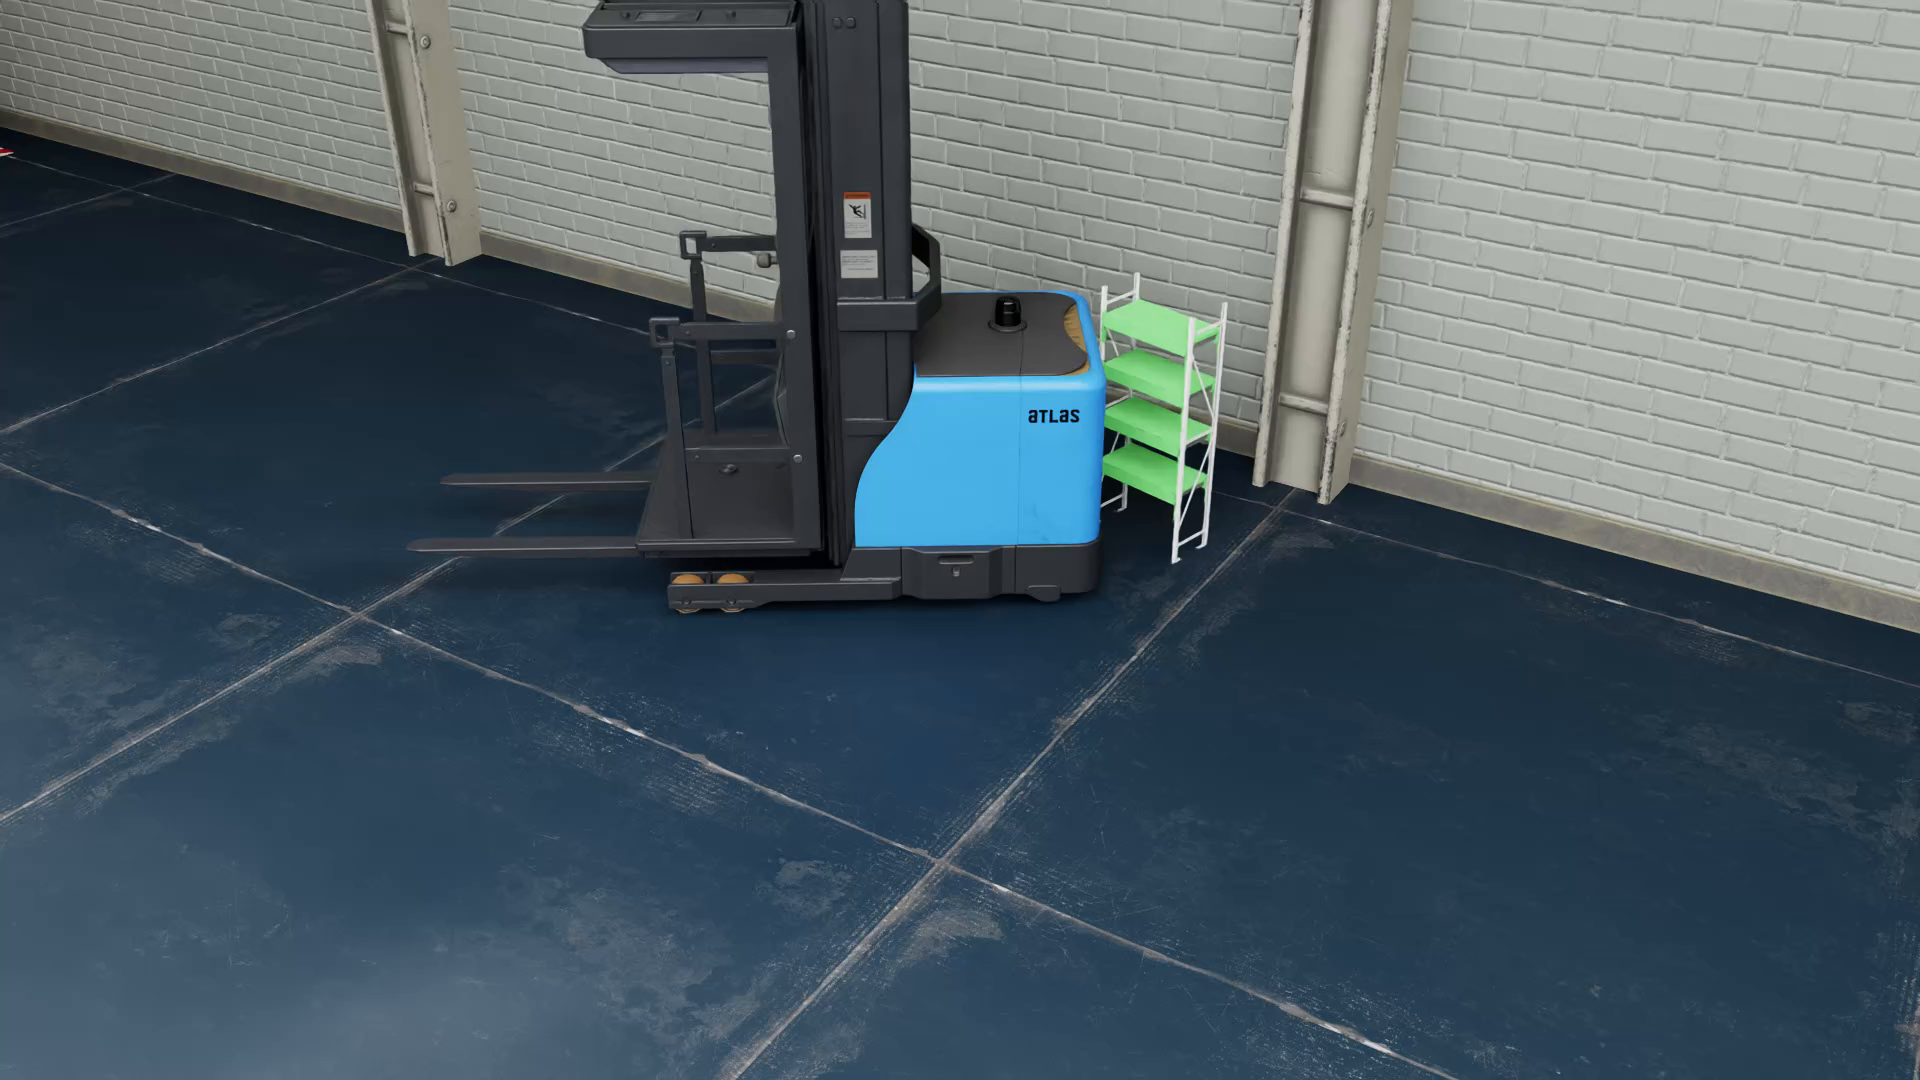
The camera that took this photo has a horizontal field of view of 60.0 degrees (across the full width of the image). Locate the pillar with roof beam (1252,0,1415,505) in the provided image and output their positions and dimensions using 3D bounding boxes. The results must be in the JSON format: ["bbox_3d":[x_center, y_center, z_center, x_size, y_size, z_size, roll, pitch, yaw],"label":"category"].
[{"bbox_3d":[-0.598,-2.337,2.826,0.400,9.000,9.100,18,35,27],"label":"pillar with roof beam"}]

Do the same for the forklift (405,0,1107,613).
[{"bbox_3d":[-0.911,-1.220,6.932,3.031,2.935,1.130,-1,30,-1],"label":"forklift"}]

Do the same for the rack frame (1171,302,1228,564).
[{"bbox_3d":[1.053,-0.454,7.338,0.240,1.200,0.015,-26,39,-37],"label":"rack frame"}]

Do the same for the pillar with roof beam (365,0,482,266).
[{"bbox_3d":[-5.679,-3.944,5.581,0.400,9.000,9.100,18,35,27],"label":"pillar with roof beam"}]

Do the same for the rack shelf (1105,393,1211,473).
[{"bbox_3d":[0.882,-0.487,7.520,0.258,0.148,0.480,-26,39,-37],"label":"rack shelf"}]

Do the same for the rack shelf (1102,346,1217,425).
[{"bbox_3d":[0.882,-0.694,7.399,0.258,0.148,0.480,-26,39,-37],"label":"rack shelf"}]

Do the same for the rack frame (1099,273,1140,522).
[{"bbox_3d":[0.711,-0.630,7.638,0.240,1.200,0.015,-26,39,-37],"label":"rack frame"}]

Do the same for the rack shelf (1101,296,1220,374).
[{"bbox_3d":[0.882,-0.901,7.278,0.258,0.148,0.480,-26,39,-37],"label":"rack shelf"}]

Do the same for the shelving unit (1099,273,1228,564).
[{"bbox_3d":[0.882,-0.542,7.488,0.258,1.200,0.503,-26,39,-37],"label":"shelving unit"}]

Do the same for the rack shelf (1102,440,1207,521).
[{"bbox_3d":[0.882,-0.279,7.641,0.258,0.148,0.480,-26,39,-37],"label":"rack shelf"}]
